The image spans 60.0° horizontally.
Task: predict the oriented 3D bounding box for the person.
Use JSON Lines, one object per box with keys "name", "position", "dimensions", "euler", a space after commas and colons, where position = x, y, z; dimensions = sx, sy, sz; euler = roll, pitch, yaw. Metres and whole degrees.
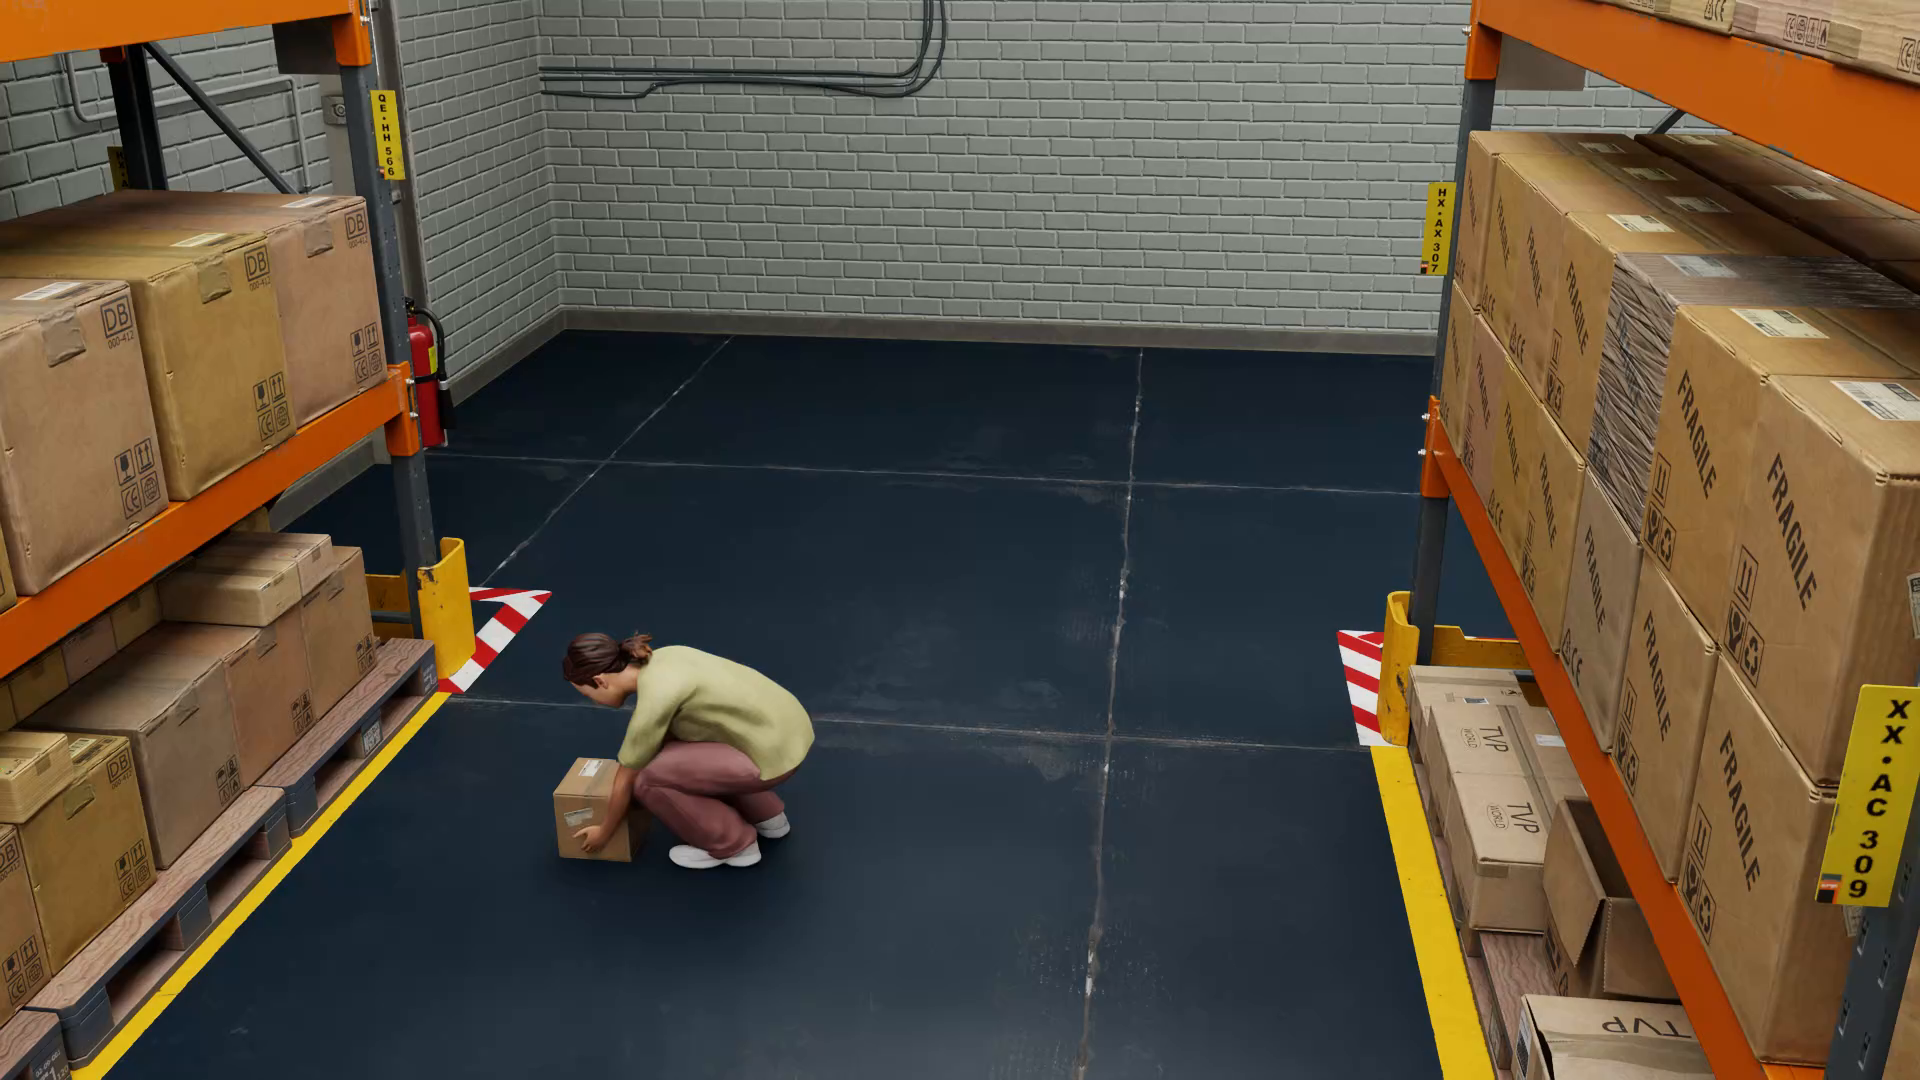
{"name": "person", "position": [-0.894, 0.678, 5.547], "dimensions": [0.803, 0.808, 0.483], "euler": [3, 21, 6]}
